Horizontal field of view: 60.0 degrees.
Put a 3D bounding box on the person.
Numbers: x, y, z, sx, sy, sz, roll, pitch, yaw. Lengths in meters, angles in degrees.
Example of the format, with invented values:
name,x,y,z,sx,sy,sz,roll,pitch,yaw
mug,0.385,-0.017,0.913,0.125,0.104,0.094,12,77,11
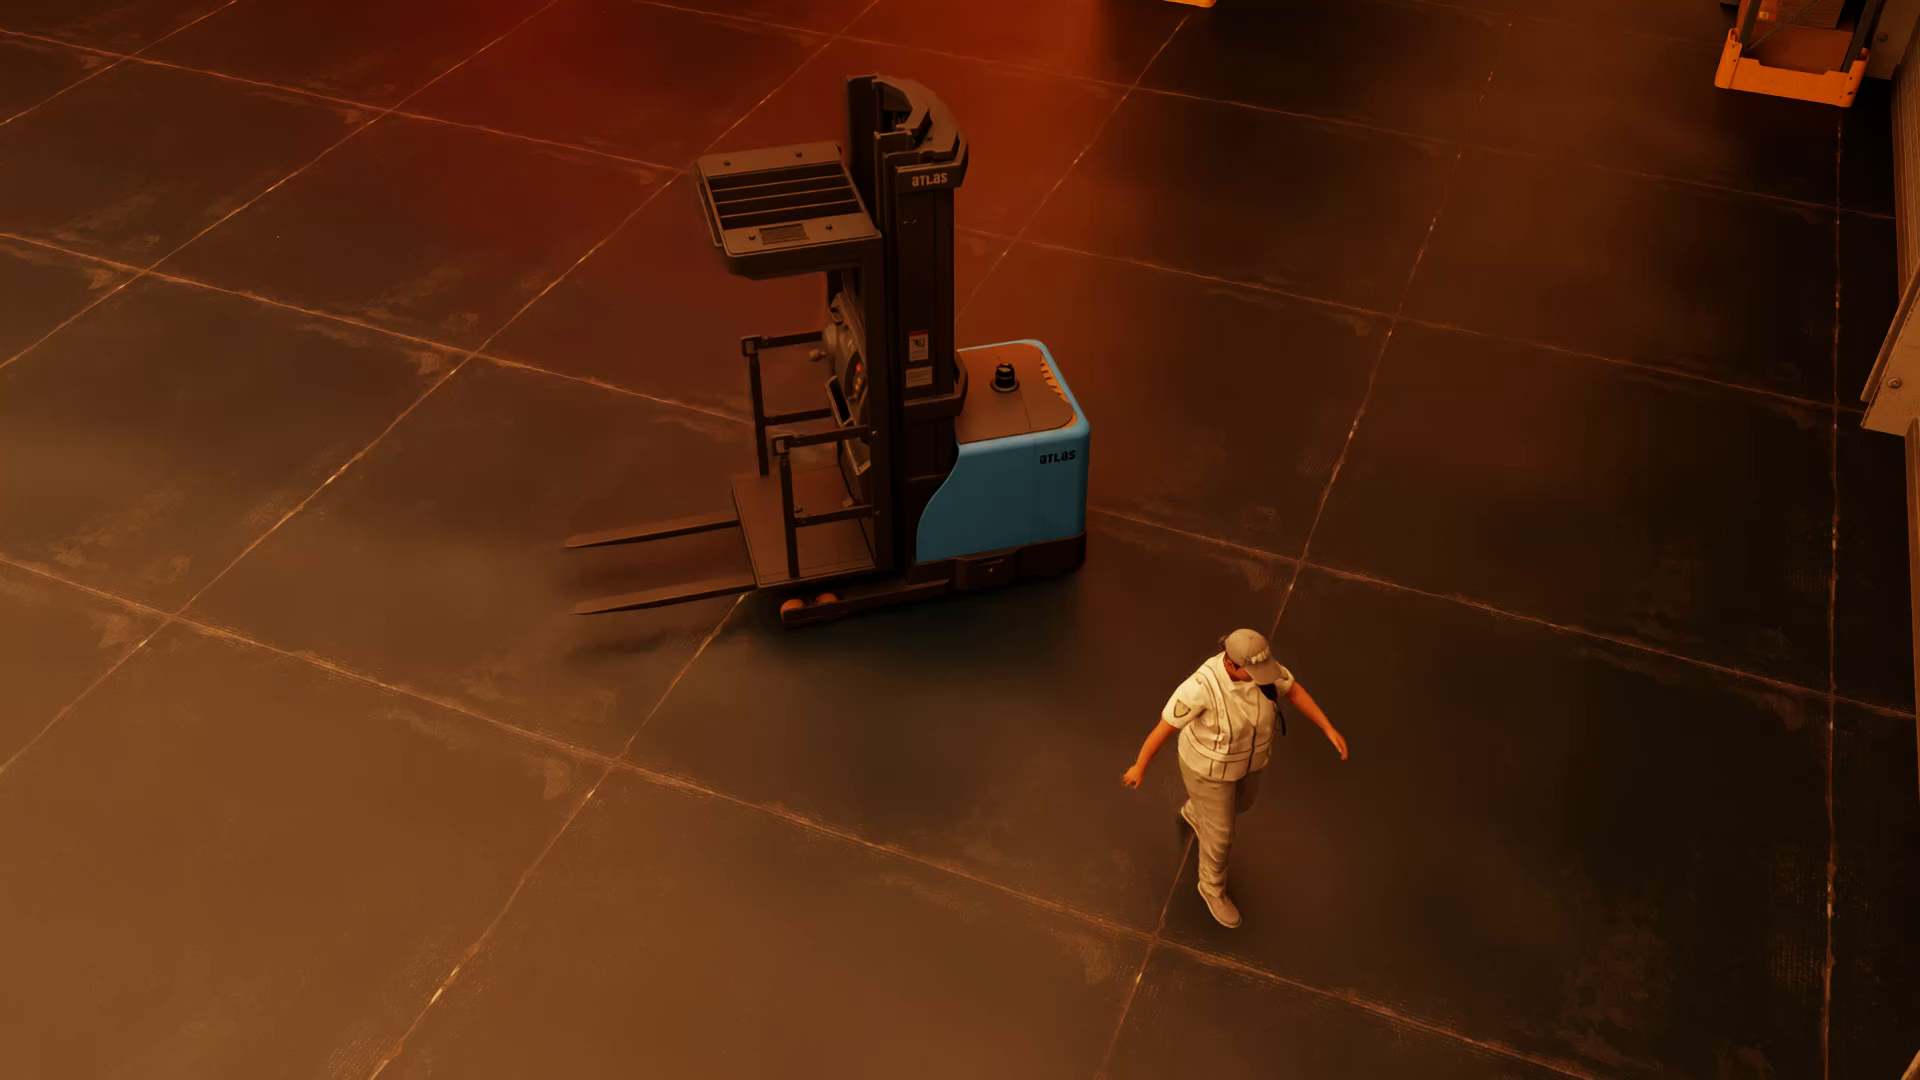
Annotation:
name,x,y,z,sx,sy,sz,roll,pitch,yaw
person,1.238,1.044,7.785,0.884,1.639,0.728,-21,44,-23

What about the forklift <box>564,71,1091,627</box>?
name,x,y,z,sx,sy,sz,roll,pitch,yaw
forklift,-0.818,-0.993,9.192,3.031,2.935,1.130,-10,41,-11
